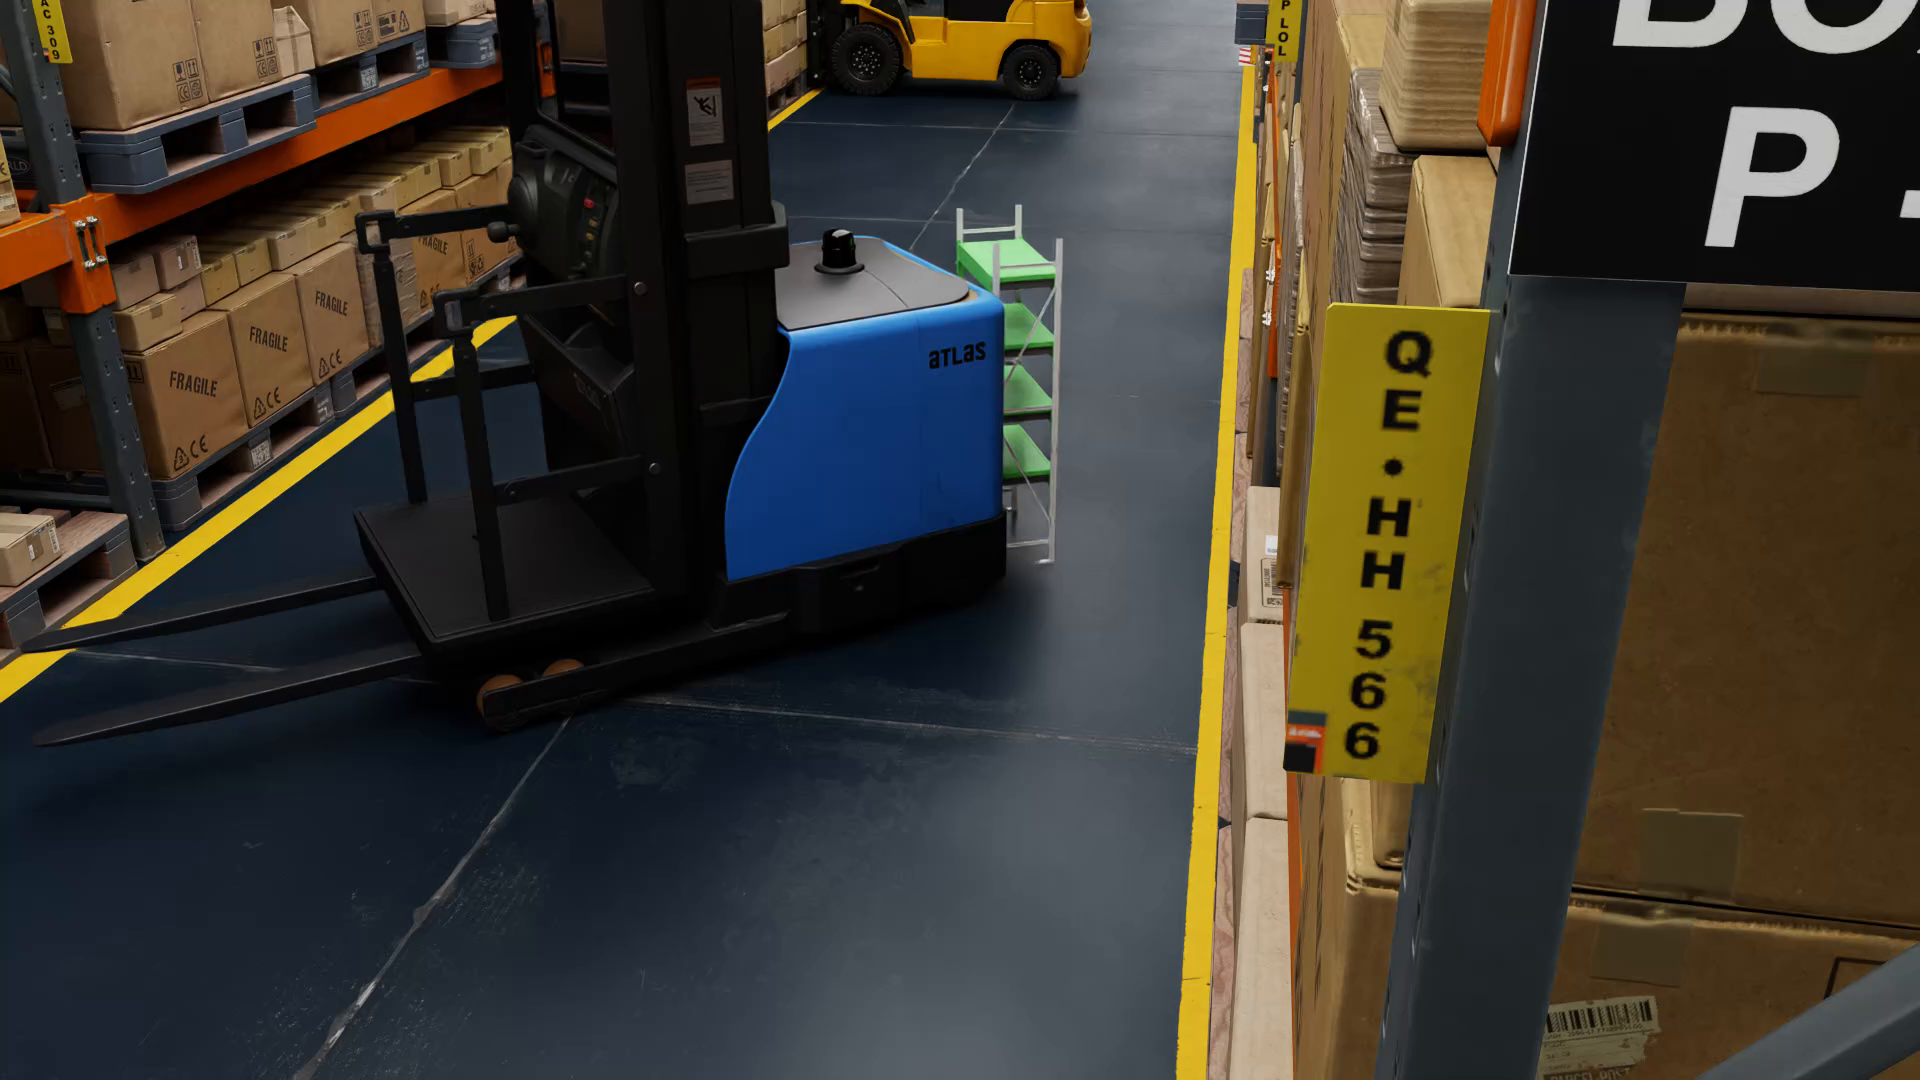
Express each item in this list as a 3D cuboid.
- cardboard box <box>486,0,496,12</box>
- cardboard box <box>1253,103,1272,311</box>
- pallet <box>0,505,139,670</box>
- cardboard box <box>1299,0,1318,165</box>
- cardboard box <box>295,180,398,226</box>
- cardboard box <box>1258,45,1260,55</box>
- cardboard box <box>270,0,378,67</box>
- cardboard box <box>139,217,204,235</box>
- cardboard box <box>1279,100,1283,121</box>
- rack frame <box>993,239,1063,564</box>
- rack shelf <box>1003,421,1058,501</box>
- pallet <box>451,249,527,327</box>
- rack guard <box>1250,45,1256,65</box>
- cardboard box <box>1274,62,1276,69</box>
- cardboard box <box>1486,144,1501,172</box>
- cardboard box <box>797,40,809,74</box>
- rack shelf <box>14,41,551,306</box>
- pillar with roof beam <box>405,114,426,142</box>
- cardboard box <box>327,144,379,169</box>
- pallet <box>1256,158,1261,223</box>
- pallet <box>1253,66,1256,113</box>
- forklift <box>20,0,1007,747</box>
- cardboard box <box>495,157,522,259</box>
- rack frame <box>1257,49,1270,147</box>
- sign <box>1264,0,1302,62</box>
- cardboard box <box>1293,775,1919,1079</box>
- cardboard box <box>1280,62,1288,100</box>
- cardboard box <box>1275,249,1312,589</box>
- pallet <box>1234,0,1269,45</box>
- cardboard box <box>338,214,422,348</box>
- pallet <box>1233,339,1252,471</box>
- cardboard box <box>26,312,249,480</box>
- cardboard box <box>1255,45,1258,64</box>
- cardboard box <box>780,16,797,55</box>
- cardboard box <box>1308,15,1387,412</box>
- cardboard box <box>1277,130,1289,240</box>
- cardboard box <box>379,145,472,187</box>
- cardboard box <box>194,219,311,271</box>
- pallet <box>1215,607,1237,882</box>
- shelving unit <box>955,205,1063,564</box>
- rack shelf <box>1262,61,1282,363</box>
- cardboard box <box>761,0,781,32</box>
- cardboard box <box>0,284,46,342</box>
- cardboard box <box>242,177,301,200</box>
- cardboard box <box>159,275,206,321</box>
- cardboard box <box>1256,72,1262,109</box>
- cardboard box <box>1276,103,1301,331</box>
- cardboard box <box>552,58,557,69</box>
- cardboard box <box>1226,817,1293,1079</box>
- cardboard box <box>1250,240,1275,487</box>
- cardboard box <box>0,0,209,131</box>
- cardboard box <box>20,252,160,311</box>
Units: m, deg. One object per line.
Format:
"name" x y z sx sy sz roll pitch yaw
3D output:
"cardboard box" -2.520 -2.777 8.446 0.380 0.149 0.250 4 25 9
"cardboard box" 1.912 -1.604 8.150 0.875 0.875 0.875 4 25 8
"pallet" -3.558 0.221 5.529 1.003 0.211 1.213 4 25 9
"cardboard box" 1.048 -1.092 3.746 0.500 0.500 0.500 4 25 8
"cardboard box" -2.866 -1.577 7.769 0.380 0.149 0.250 3 25 6
"cardboard box" 2.756 -4.309 13.782 0.500 0.500 0.500 5 26 11
"cardboard box" -2.932 -2.296 7.004 0.700 0.500 0.500 4 25 8
"cardboard box" -3.486 -1.288 7.151 0.380 0.149 0.250 5 25 10
"cardboard box" 1.543 -1.763 6.655 0.500 0.250 0.500 4 25 9
"rack frame" 0.228 -0.453 5.803 0.240 1.200 0.015 -6 26 -13
"rack shelf" 0.167 -0.278 6.145 0.258 0.148 0.480 -6 26 -13
"pallet" -2.950 -1.429 9.055 1.003 0.211 1.213 4 25 9
"rack guard" 3.402 -4.842 16.004 1.175 0.500 0.348 4 25 9
"cardboard box" 1.779 -2.404 8.025 0.500 0.250 0.500 4 25 8
"cardboard box" 0.678 -0.377 1.456 0.380 0.149 0.250 4 25 9
"cardboard box" -1.595 -4.229 14.494 0.500 0.250 0.500 4 25 9
"rack shelf" -3.118 -1.840 7.490 1.077 0.370 4.000 4 25 9
"pillar with roof beam" 0.780 -6.028 8.514 9.100 9.000 0.400 4 25 9
"cardboard box" -3.215 -1.938 8.541 0.380 0.149 0.250 4 25 9
"pallet" 2.438 -2.232 10.770 1.003 0.211 1.213 4 25 9
"pallet" 3.032 -3.865 14.257 1.003 0.211 1.213 4 25 9
"forklift" -1.375 -1.007 4.944 3.031 2.935 1.130 -14 28 -27
"cardboard box" -2.648 -1.868 9.156 0.500 0.500 0.500 5 26 10
"rack frame" 2.760 -4.333 11.968 1.000 3.000 0.127 4 25 9
"sign" 0.916 -1.509 4.663 0.100 0.325 0.005 4 25 9
"cardboard box" 0.617 0.421 1.694 0.500 0.500 0.500 4 25 9
"cardboard box" 1.438 -1.773 6.087 0.500 0.250 0.500 5 25 10
"cardboard box" 0.860 -0.221 3.065 0.500 0.500 0.500 5 26 10
"pallet" 2.118 -2.878 9.087 1.213 0.211 1.003 4 25 9
"cardboard box" -2.889 -1.222 7.776 0.500 0.500 0.500 3 25 7
"pallet" 1.702 -0.563 7.205 1.003 0.211 1.213 4 25 9
"cardboard box" -3.144 -0.574 6.391 0.500 0.500 0.500 5 26 11
"cardboard box" 2.919 -4.419 14.901 0.500 0.250 0.500 5 26 10
"cardboard box" -1.673 -4.238 13.924 0.500 0.250 0.500 4 25 8
"cardboard box" 0.784 -0.457 2.391 0.500 0.500 0.500 4 25 8
"cardboard box" 1.278 -1.124 5.289 0.500 0.250 0.500 3 25 7
"cardboard box" -2.722 -1.906 8.472 0.380 0.149 0.250 3 25 7
"cardboard box" -3.015 -1.259 7.090 0.380 0.149 0.250 4 25 8
"pallet" 1.251 0.589 4.743 1.003 0.211 1.213 4 25 9
"shelving unit" 0.167 -0.553 6.017 0.258 1.200 0.503 -6 26 -13
"rack shelf" 1.780 -1.497 6.759 1.077 0.370 4.000 4 25 9
"cardboard box" -1.749 -4.253 13.367 0.500 0.250 0.500 4 25 8
"cardboard box" -3.669 -0.855 6.226 0.380 0.149 0.250 3 25 6
"cardboard box" -3.342 -1.613 7.845 0.380 0.149 0.250 4 25 9
"cardboard box" -3.155 -0.934 6.394 0.380 0.149 0.250 3 25 7
"cardboard box" 2.592 -3.543 13.030 0.500 0.250 0.500 5 26 11
"cardboard box" 1.118 -0.854 4.418 0.500 0.500 0.500 5 26 10
"cardboard box" -2.467 -2.932 11.281 0.875 0.625 0.625 3 25 6
"cardboard box" 0.950 0.990 3.123 0.875 0.438 0.875 5 25 10
"cardboard box" 1.475 -0.479 5.747 0.875 0.875 0.875 5 26 10
"cardboard box" -3.145 -1.751 5.840 0.700 0.500 0.500 5 25 10
"cardboard box" -3.183 -0.951 6.081 0.380 0.149 0.250 4 25 8
